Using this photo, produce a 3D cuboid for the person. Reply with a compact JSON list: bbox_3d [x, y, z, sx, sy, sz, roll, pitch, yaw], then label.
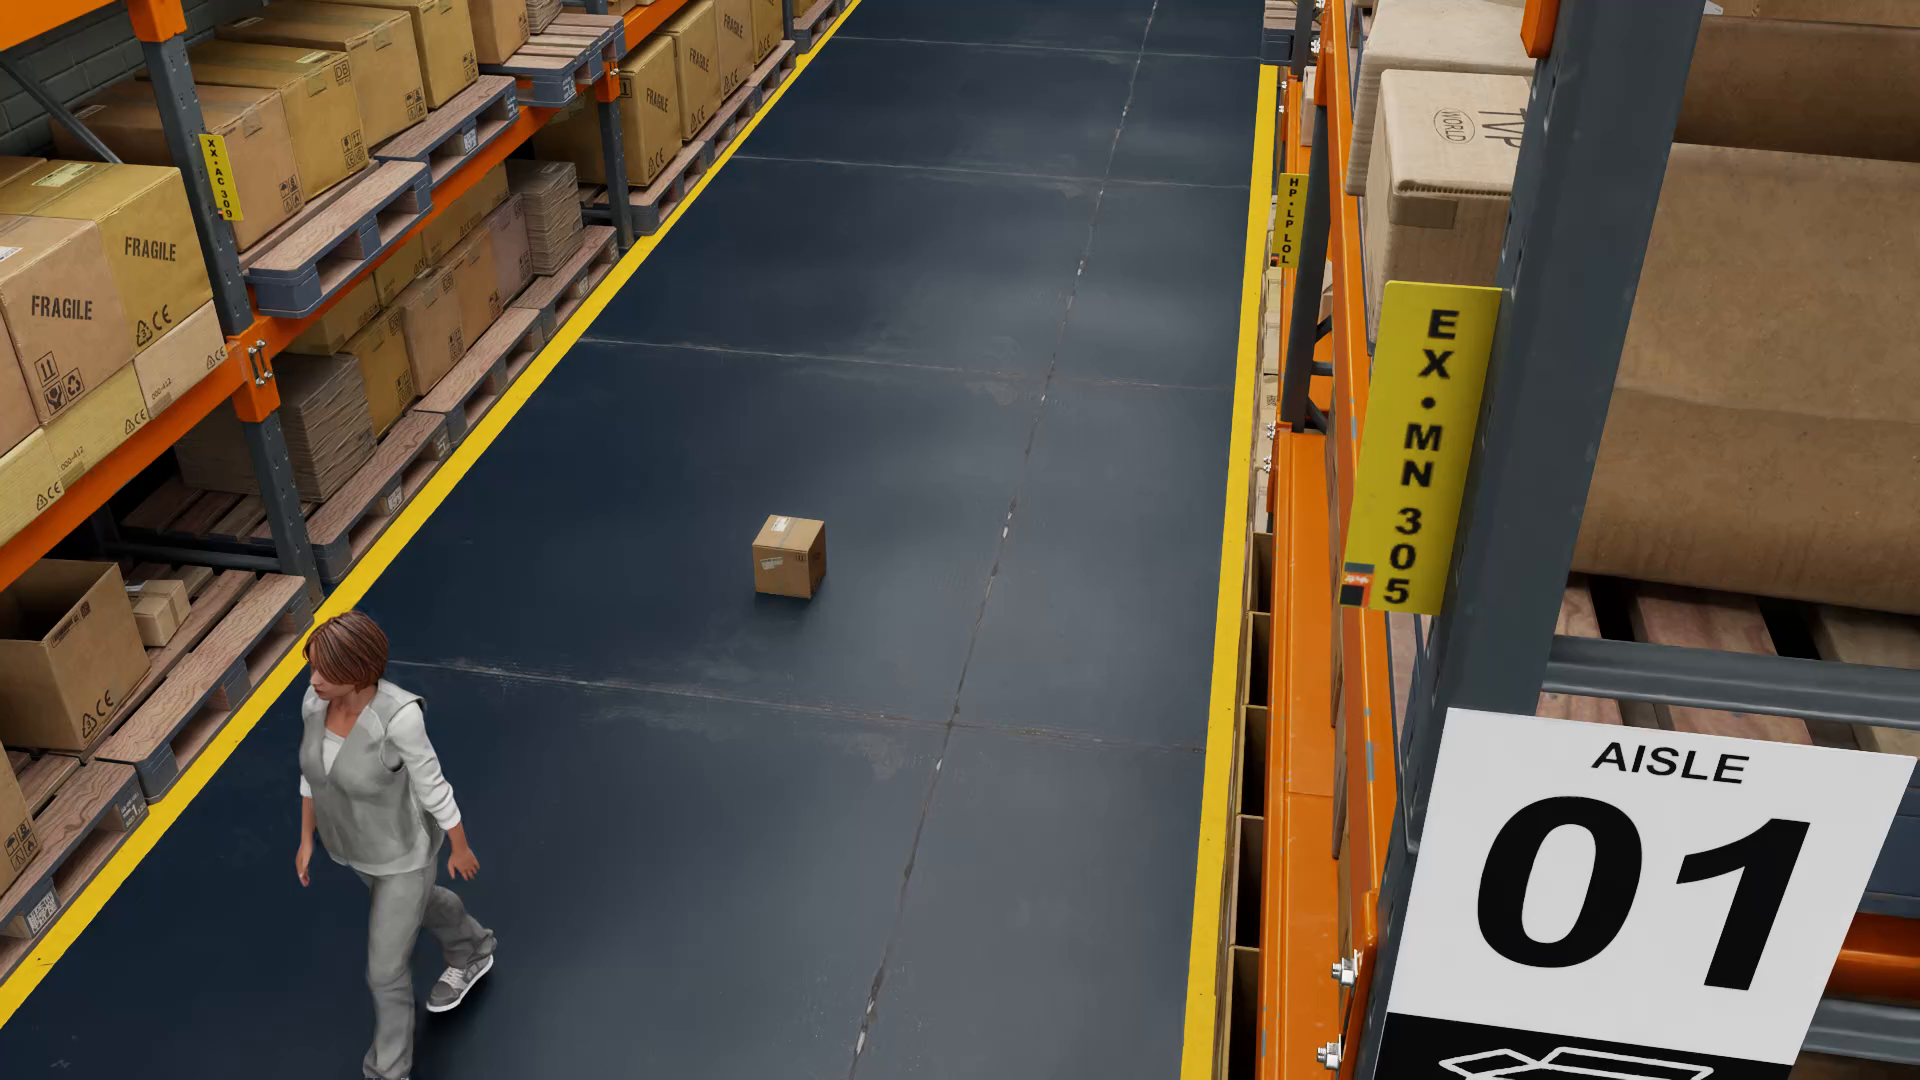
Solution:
[{"bbox_3d":[-1.677,0.911,4.735,0.449,1.607,0.755,18,37,25],"label":"person"}]
